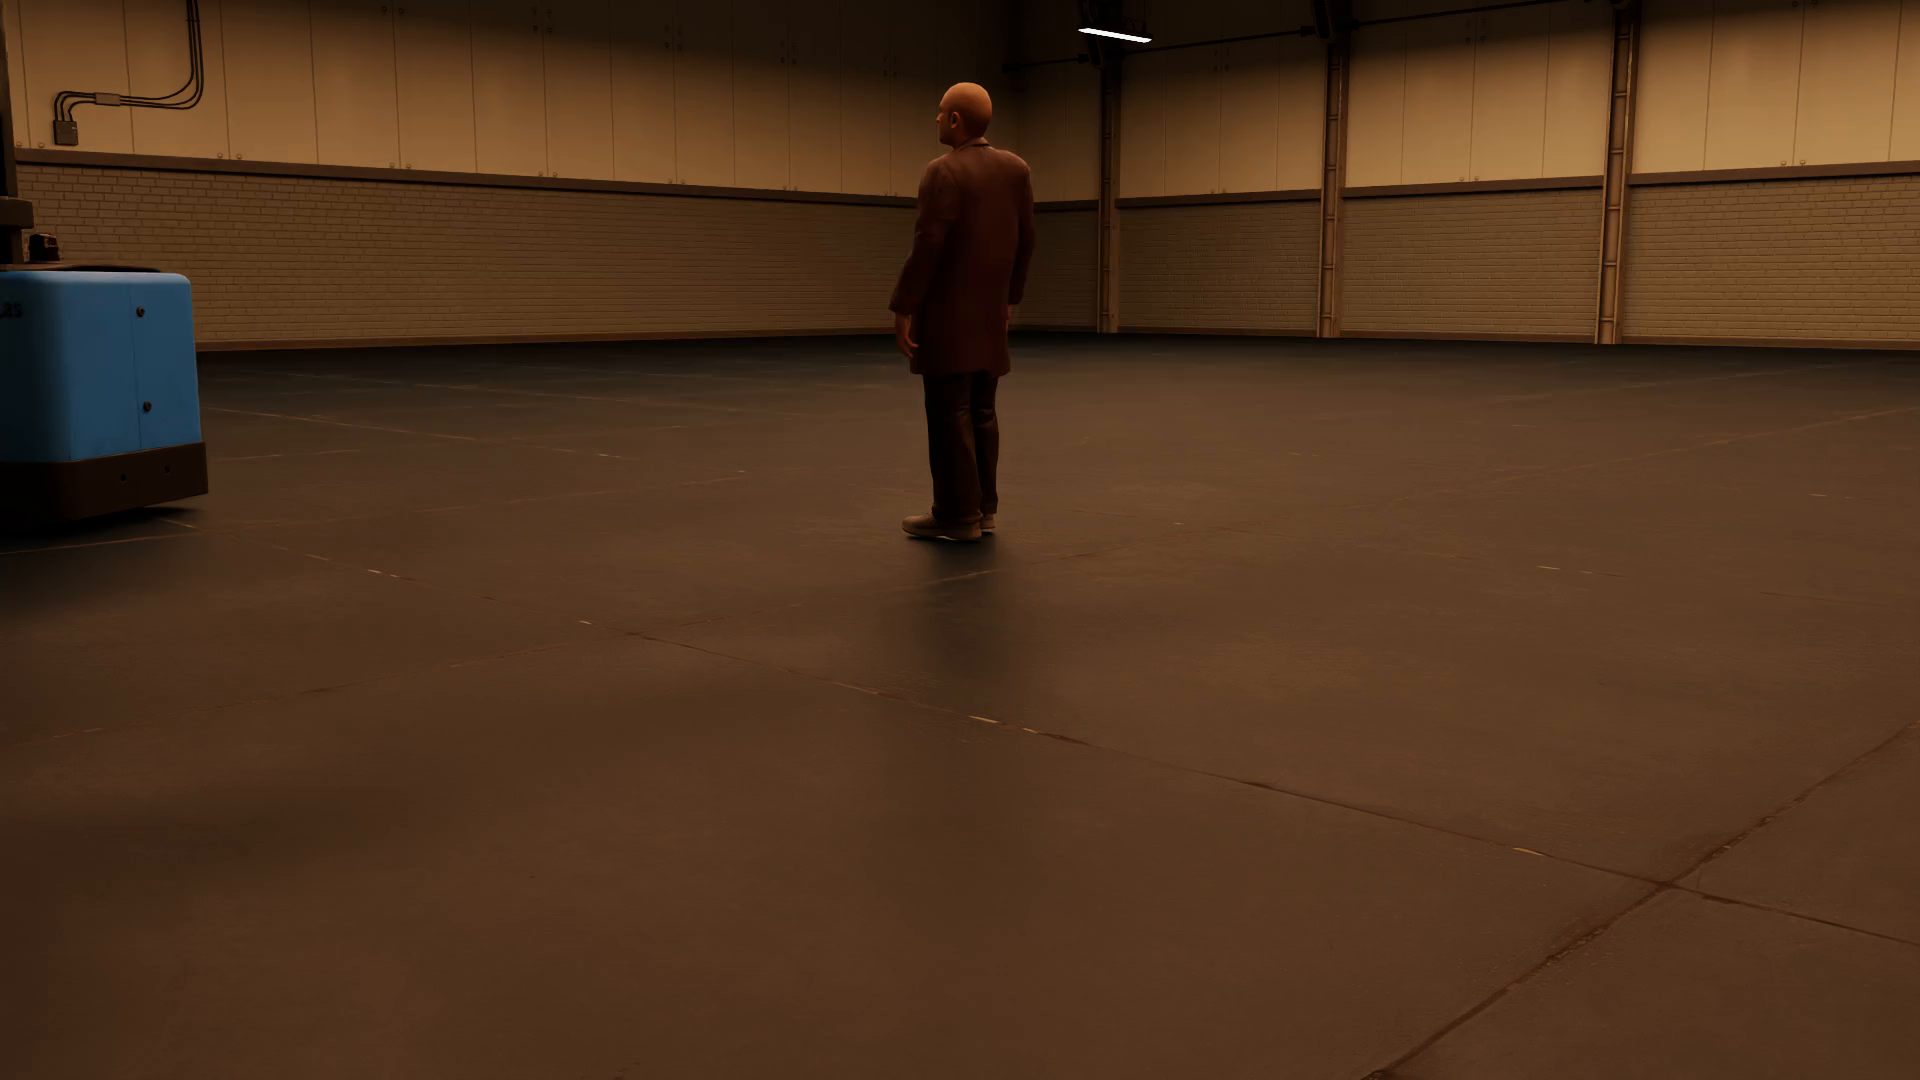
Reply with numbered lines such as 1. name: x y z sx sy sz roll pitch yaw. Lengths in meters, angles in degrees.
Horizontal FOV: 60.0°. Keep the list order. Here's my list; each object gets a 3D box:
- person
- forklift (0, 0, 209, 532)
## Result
1. person: -0.064 -0.896 6.650 0.579 1.778 0.696 8 12 43
2. forklift: -5.024 -1.560 7.234 3.031 2.935 1.130 1 9 8
